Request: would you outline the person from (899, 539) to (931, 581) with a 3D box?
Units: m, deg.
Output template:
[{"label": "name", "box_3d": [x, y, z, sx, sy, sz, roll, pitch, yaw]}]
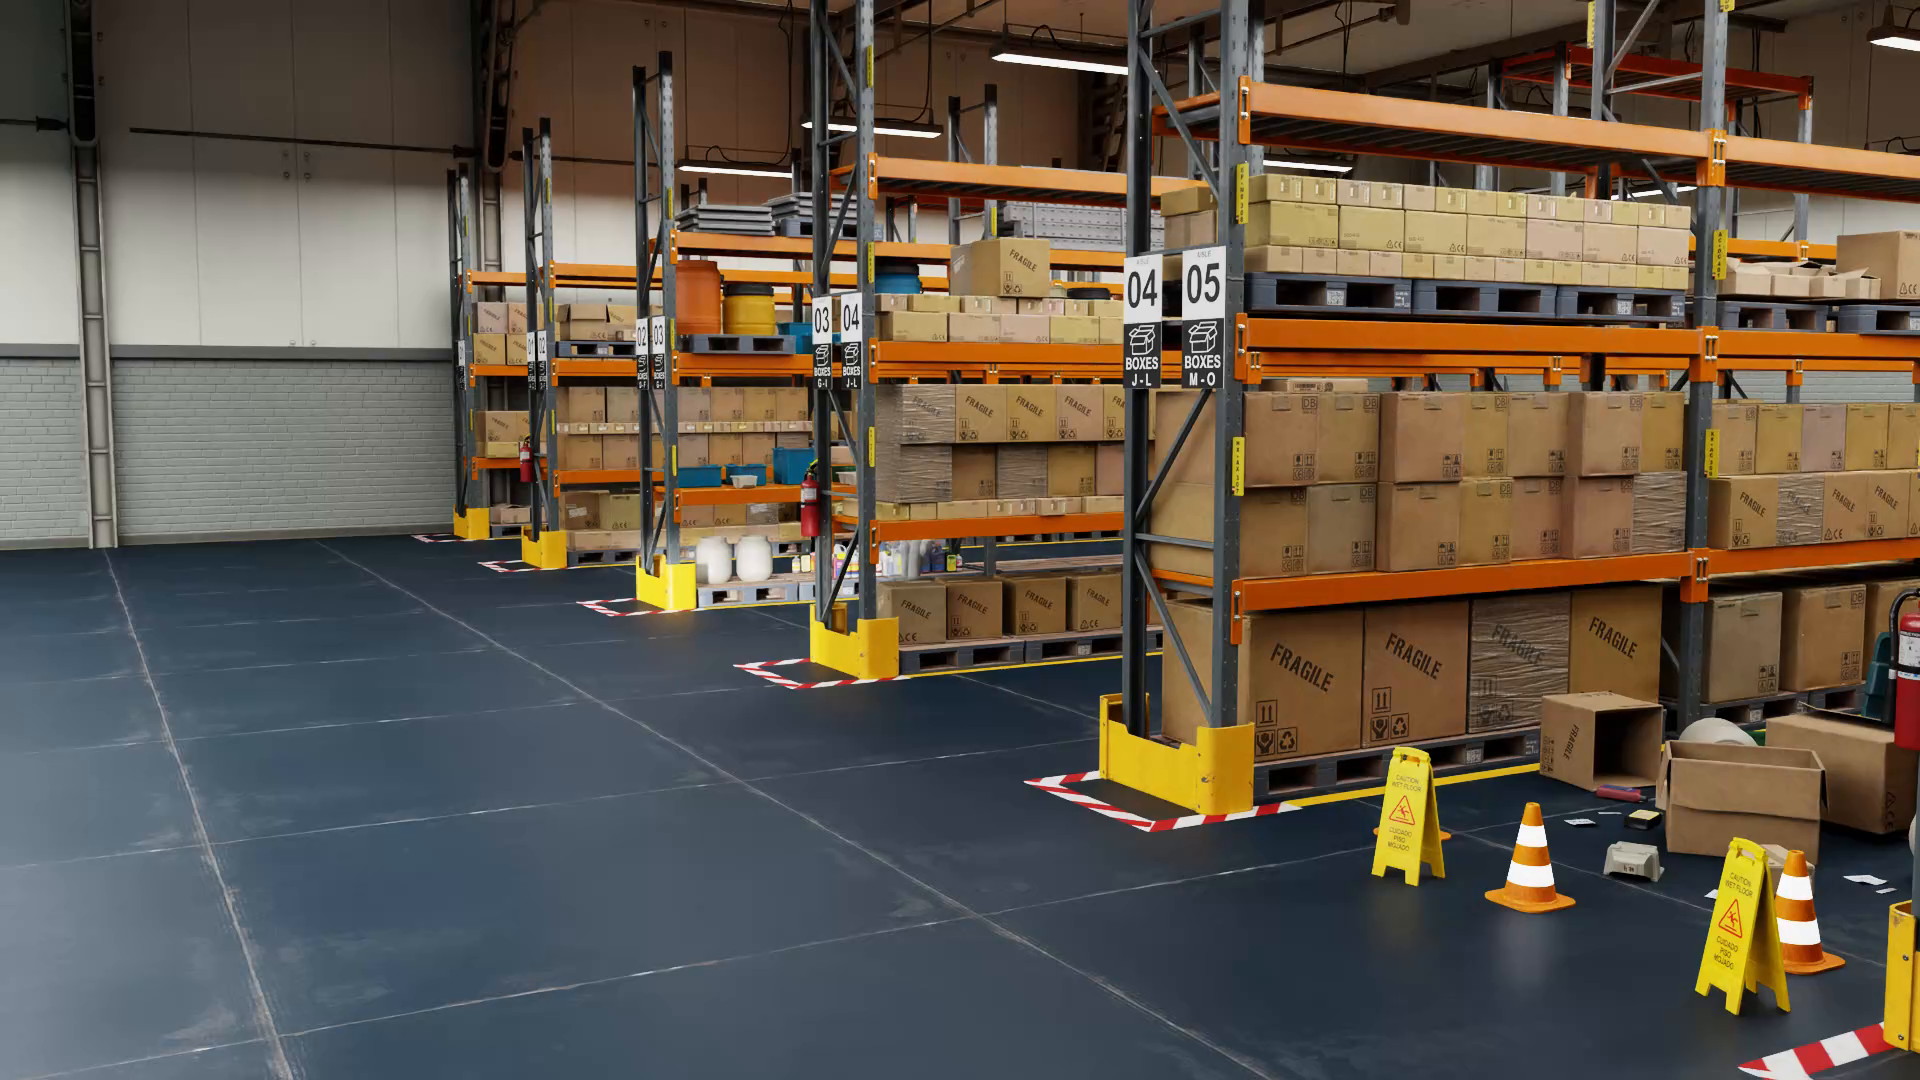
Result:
[{"label": "person", "box_3d": [-0.464, 0.030, 17.432, 0.380, 1.723, 0.473, -3, 6, -27]}]
